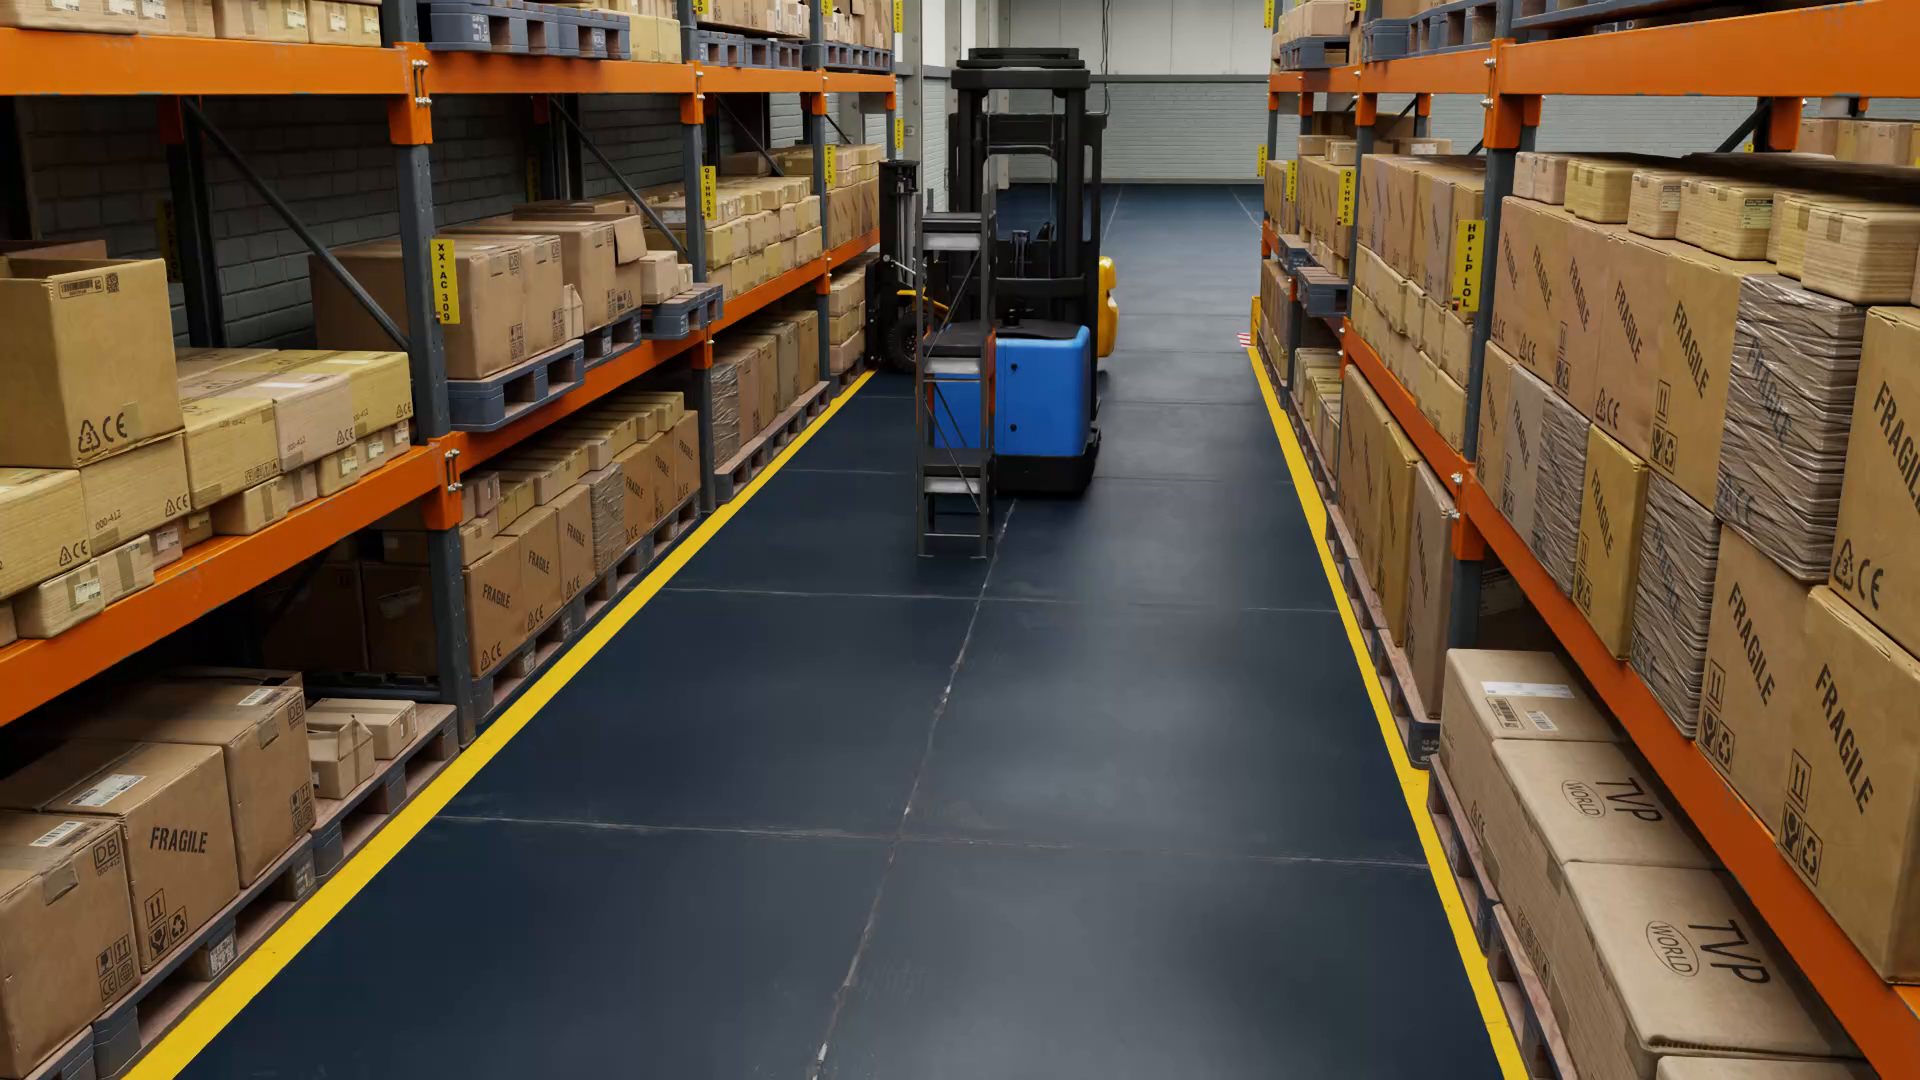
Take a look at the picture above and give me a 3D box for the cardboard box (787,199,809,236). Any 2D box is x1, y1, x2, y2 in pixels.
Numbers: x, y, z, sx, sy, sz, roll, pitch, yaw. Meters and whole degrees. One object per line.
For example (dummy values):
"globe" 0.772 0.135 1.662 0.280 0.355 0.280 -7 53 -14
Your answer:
"cardboard box" -1.499 -2.578 13.277 0.500 0.250 0.500 1 15 5

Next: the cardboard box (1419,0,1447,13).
"cardboard box" 2.941 -3.093 9.104 0.797 0.503 0.637 1 15 3

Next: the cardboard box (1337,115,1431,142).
"cardboard box" 3.550 -3.314 13.995 0.700 0.500 0.500 2 15 6

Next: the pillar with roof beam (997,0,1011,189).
"pillar with roof beam" 5.493 -14.110 45.106 9.100 9.000 0.400 2 15 6

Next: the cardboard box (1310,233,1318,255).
"cardboard box" 2.734 -2.142 12.014 0.380 0.149 0.250 2 15 8

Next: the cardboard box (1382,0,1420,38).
"cardboard box" 2.951 -3.236 10.446 0.700 0.500 0.500 2 15 6

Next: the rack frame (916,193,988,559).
"rack frame" -0.046 -0.907 9.495 0.400 2.100 0.015 2 15 6

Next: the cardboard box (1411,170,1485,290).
"cardboard box" 2.311 -1.377 7.399 0.500 0.500 0.500 2 15 8

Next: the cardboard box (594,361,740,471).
"cardboard box" -2.015 -0.857 11.331 0.875 0.625 0.625 2 15 8

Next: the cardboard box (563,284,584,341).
"cardboard box" -2.012 -1.089 7.896 0.396 0.266 0.258 2 15 9

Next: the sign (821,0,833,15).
"sign" -1.107 -4.513 13.766 0.100 0.325 0.005 2 15 6

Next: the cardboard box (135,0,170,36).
"cardboard box" -2.480 -1.497 4.685 0.380 0.149 0.250 2 15 7

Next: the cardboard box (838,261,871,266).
"cardboard box" -1.037 -2.680 16.875 0.500 0.250 0.500 2 15 7

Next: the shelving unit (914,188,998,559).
"shelving unit" -0.019 -0.971 9.729 0.431 2.100 0.503 2 15 6

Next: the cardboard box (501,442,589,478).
"cardboard box" -2.158 -0.408 8.666 0.380 0.149 0.250 2 15 6

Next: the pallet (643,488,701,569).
"pallet" -2.220 -0.101 10.131 1.003 0.211 1.213 2 15 6

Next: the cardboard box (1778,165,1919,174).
"cardboard box" 2.485 -0.950 4.579 0.380 0.149 0.250 2 15 6

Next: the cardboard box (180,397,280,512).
"cardboard box" -2.476 -0.275 5.149 0.500 0.250 0.500 2 15 6

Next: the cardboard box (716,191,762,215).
"cardboard box" -1.635 -2.410 11.894 0.380 0.149 0.250 2 15 7

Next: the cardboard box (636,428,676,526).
"cardboard box" -2.000 -0.390 9.843 0.500 0.500 0.500 1 15 5

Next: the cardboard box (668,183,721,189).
"cardboard box" -2.073 -2.690 12.930 0.380 0.149 0.250 2 15 6

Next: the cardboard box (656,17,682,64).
"cardboard box" -1.915 -2.875 9.589 0.500 0.250 0.500 1 15 4

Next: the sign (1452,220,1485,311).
"sign" 1.842 -0.991 6.015 0.100 0.325 0.005 2 15 6

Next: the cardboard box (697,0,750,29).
"cardboard box" -1.817 -3.701 11.170 0.700 0.500 0.500 1 15 5

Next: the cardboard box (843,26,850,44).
"cardboard box" -1.208 -4.562 15.024 0.380 0.149 0.250 2 15 8

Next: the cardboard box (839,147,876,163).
"cardboard box" -1.048 -3.854 16.663 0.380 0.149 0.250 2 15 8

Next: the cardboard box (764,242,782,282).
"cardboard box" -1.633 -2.074 12.372 0.500 0.250 0.500 2 15 8

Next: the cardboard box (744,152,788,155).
"cardboard box" -1.810 -3.540 15.504 0.380 0.149 0.250 1 15 5

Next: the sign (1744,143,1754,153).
"sign" 8.116 -3.924 17.116 0.100 0.325 0.005 2 15 6

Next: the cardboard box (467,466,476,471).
"cardboard box" -2.691 -0.352 8.460 0.380 0.149 0.250 2 15 7

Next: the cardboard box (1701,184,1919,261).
"cardboard box" 1.862 -0.695 3.637 0.380 0.149 0.250 2 15 8

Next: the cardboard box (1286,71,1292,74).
"cardboard box" 3.245 -4.415 15.477 0.380 0.149 0.250 1 15 5

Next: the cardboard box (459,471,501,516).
"cardboard box" -2.263 -0.209 7.360 0.380 0.149 0.250 1 15 4

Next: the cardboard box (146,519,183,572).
"cardboard box" -2.527 0.009 4.864 0.380 0.149 0.250 2 15 6

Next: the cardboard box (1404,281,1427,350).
"cardboard box" 2.292 -1.012 7.487 0.500 0.250 0.500 2 15 8

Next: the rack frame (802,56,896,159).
"rack frame" -1.196 -3.715 18.153 1.000 3.000 0.127 2 15 6

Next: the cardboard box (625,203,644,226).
"cardboard box" -2.263 -2.091 10.716 0.380 0.149 0.250 2 15 8

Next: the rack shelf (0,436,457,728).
"rack shelf" -2.776 0.264 4.818 1.077 0.370 4.000 2 15 6

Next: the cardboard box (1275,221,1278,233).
"cardboard box" 3.297 -3.101 16.366 0.380 0.149 0.250 2 15 8

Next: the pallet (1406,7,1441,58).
"pallet" 2.691 -2.393 7.879 1.003 0.211 1.213 2 15 9

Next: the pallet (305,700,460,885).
"pallet" -2.628 0.922 6.348 1.003 0.211 1.213 2 15 6

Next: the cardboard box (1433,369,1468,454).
"cardboard box" 2.183 -0.508 6.583 0.500 0.250 0.500 1 15 5

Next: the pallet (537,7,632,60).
"pallet" -2.293 -2.396 7.889 1.213 0.211 1.003 2 15 6

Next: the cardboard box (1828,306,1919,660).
"cardboard box" 1.749 -0.083 2.614 0.500 0.500 0.500 2 15 8

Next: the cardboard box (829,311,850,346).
"cardboard box" -1.286 -1.910 14.985 0.500 0.250 0.500 2 15 6

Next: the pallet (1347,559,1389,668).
"pallet" 2.530 0.369 8.391 1.003 0.211 1.213 2 15 6

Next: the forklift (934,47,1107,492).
"forklift" 0.492 -2.072 12.209 1.130 2.935 3.031 2 15 7

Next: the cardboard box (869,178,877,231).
"cardboard box" -1.116 -3.360 16.651 0.500 0.500 0.500 1 15 5

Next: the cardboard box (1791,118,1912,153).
"cardboard box" 8.616 -3.803 16.124 0.875 0.550 0.550 2 15 6

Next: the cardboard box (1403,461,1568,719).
"cardboard box" 2.373 0.203 6.932 0.875 0.875 0.875 2 15 8

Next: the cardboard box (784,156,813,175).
"cardboard box" -1.316 -3.256 14.453 0.380 0.149 0.250 2 15 7

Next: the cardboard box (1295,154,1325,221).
"cardboard box" 2.947 -2.813 13.254 0.500 0.500 0.500 2 15 8

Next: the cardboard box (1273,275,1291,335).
"cardboard box" 3.197 -2.195 15.559 0.500 0.500 0.500 3 15 9

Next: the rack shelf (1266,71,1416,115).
"rack shelf" 3.511 -4.151 15.400 1.077 0.370 4.000 2 15 6

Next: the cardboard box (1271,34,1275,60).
"cardboard box" 3.415 -4.966 16.752 0.500 0.250 0.500 1 15 5
